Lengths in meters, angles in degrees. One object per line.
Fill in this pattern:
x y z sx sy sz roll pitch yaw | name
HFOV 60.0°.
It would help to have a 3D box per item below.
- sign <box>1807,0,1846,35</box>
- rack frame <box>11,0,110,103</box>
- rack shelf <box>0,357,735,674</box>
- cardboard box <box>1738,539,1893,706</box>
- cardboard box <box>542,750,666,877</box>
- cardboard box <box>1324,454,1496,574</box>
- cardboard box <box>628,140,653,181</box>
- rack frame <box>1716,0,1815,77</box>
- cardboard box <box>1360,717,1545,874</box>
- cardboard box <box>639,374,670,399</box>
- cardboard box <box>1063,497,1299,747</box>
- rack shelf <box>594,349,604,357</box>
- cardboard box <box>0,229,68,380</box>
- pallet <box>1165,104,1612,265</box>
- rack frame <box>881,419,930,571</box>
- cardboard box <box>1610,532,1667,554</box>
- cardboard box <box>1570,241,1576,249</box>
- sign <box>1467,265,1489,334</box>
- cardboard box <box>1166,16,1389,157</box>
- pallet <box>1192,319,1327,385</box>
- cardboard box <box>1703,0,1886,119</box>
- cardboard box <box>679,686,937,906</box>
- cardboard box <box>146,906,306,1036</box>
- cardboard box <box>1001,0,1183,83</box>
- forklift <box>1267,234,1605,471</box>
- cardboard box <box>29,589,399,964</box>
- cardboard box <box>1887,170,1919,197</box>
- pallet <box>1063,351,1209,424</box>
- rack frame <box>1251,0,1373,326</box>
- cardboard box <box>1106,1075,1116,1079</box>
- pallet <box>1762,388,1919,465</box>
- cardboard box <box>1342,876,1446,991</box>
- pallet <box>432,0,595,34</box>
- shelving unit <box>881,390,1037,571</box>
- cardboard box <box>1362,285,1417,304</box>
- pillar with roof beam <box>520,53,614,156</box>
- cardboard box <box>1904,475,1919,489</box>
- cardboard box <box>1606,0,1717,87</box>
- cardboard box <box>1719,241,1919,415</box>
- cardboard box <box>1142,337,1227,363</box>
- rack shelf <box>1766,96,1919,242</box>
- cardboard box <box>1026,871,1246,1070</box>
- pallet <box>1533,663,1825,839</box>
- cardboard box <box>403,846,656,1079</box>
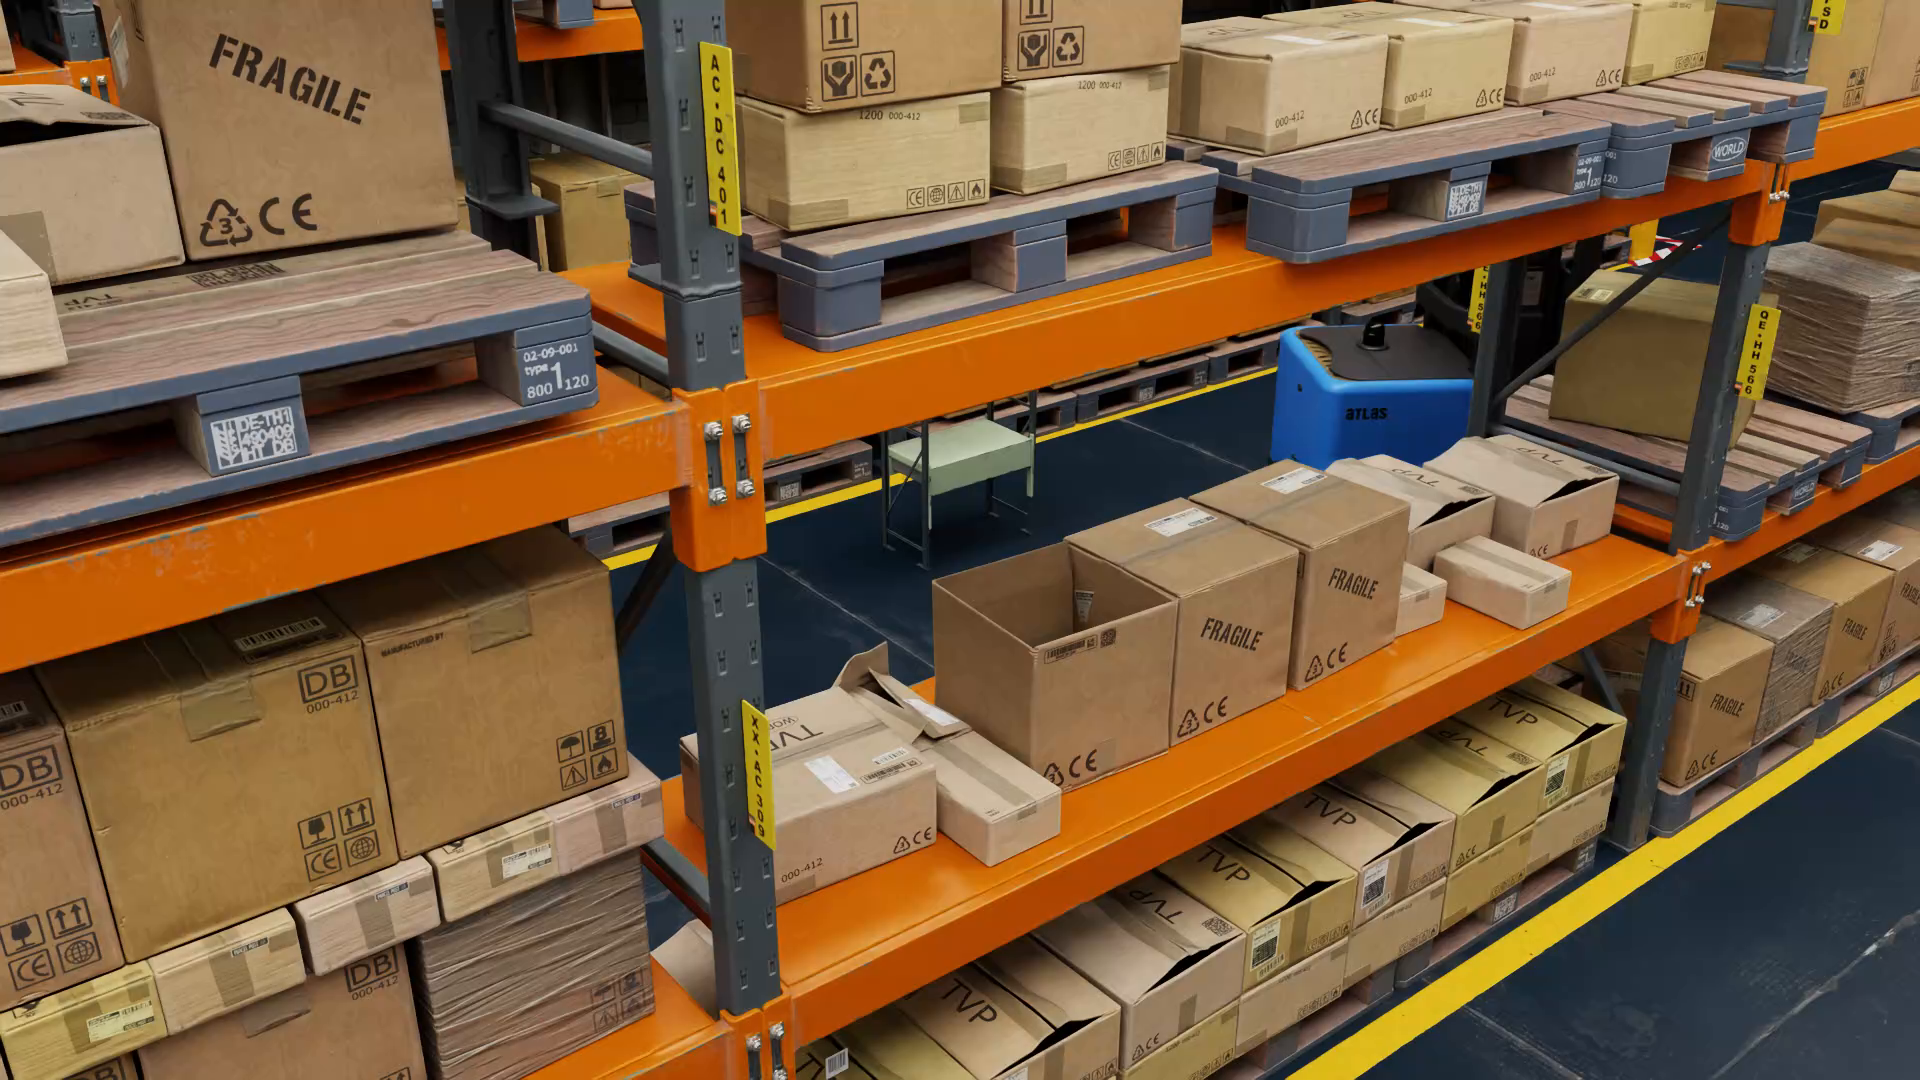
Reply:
2.718 -1.743 5.171 0.005 0.325 0.100 -18 31 -34 | sign
-3.826 -0.899 7.623 0.127 3.000 1.000 -18 31 -34 | rack frame
-2.340 0.227 2.490 4.000 0.370 1.077 -18 31 -34 | rack shelf
3.723 0.347 7.387 0.500 0.500 0.500 -19 31 -35 | cardboard box
-0.848 0.543 3.627 0.250 0.149 0.380 -18 31 -34 | cardboard box
1.558 -0.089 5.985 0.500 0.311 0.500 -19 31 -35 | cardboard box
-1.465 -1.903 9.146 0.500 0.500 0.700 -22 33 -39 | cardboard box
2.382 -3.019 5.065 0.127 3.000 1.000 -18 31 -34 | rack frame
1.717 0.859 5.936 0.500 0.311 0.500 -19 31 -35 | cardboard box
-1.700 -1.012 9.423 0.500 0.250 0.500 -18 30 -33 | cardboard box
0.657 0.235 5.062 0.500 0.500 0.500 -18 30 -34 | cardboard box
-2.252 -1.092 8.894 4.000 0.370 1.077 -18 31 -34 | rack shelf
-1.546 -0.355 2.523 0.250 0.149 0.380 -18 31 -34 | cardboard box
1.025 -1.075 4.665 1.213 0.211 1.003 -17 30 -32 | pallet
-0.293 -0.583 8.726 0.023 1.500 0.400 -18 31 -34 | rack frame
3.015 -0.040 7.330 0.500 0.250 0.500 -17 30 -32 | cardboard box
5.128 -2.858 14.314 0.500 0.500 0.700 -18 31 -34 | cardboard box
2.039 -0.964 6.483 0.005 0.325 0.100 -18 31 -34 | sign
0.776 -1.218 4.428 0.500 0.250 0.500 -21 32 -38 | cardboard box
1.909 -1.487 12.202 1.213 0.211 1.003 -18 31 -34 | pallet
2.704 -1.828 5.944 0.500 0.500 0.910 -18 31 -34 | cardboard box
-0.405 0.667 4.428 0.500 0.250 0.500 -16 29 -31 | cardboard box
-1.454 0.744 3.194 0.250 0.149 0.380 -18 31 -34 | cardboard box
0.178 -1.385 3.896 0.500 0.500 0.500 -15 29 -29 | cardboard box
3.308 -1.392 8.769 3.031 2.935 1.130 -2 25 -4 | forklift
-1.508 0.357 3.259 0.500 0.500 0.700 -18 31 -34 | cardboard box
5.019 -1.524 8.352 0.700 0.500 0.500 15 29 29 | cardboard box
0.948 -1.168 11.516 1.213 0.211 1.003 -18 31 -34 | pallet
2.470 -2.977 12.101 0.127 3.000 1.000 -18 31 -34 | rack frame
0.107 1.643 4.914 0.500 0.250 0.500 -17 30 -33 | cardboard box
3.909 -0.717 7.460 1.213 0.211 1.003 -18 31 -34 | pallet
1.317 1.241 5.780 0.500 0.250 0.500 -17 30 -33 | cardboard box
-2.460 -2.570 7.883 1.003 0.211 1.213 -18 31 -34 | pallet
-0.005 -0.679 8.931 0.755 1.500 0.431 -18 31 -34 | shelving unit
3.121 -2.194 12.884 0.500 0.500 0.700 -18 30 -33 | cardboard box
0.422 -3.182 5.416 0.400 9.000 9.100 -18 31 -34 | pillar with roof beam
4.924 -0.054 8.249 0.500 0.500 0.500 -18 30 -34 | cardboard box
2.059 -1.644 5.346 0.500 0.250 0.500 -21 32 -38 | cardboard box
3.645 -0.909 7.027 0.500 0.500 0.700 -12 28 -24 | cardboard box
1.341 -1.748 11.509 0.750 0.750 0.750 -17 30 -33 | cardboard box
3.956 -1.852 6.968 4.000 0.370 1.077 -18 31 -34 | rack shelf
0.517 1.256 5.082 0.500 0.311 0.500 -19 31 -36 | cardboard box
2.993 0.786 7.306 1.213 0.211 1.003 -18 31 -34 | pallet
-1.111 0.813 3.815 0.500 0.500 0.700 -19 31 -35 | cardboard box
